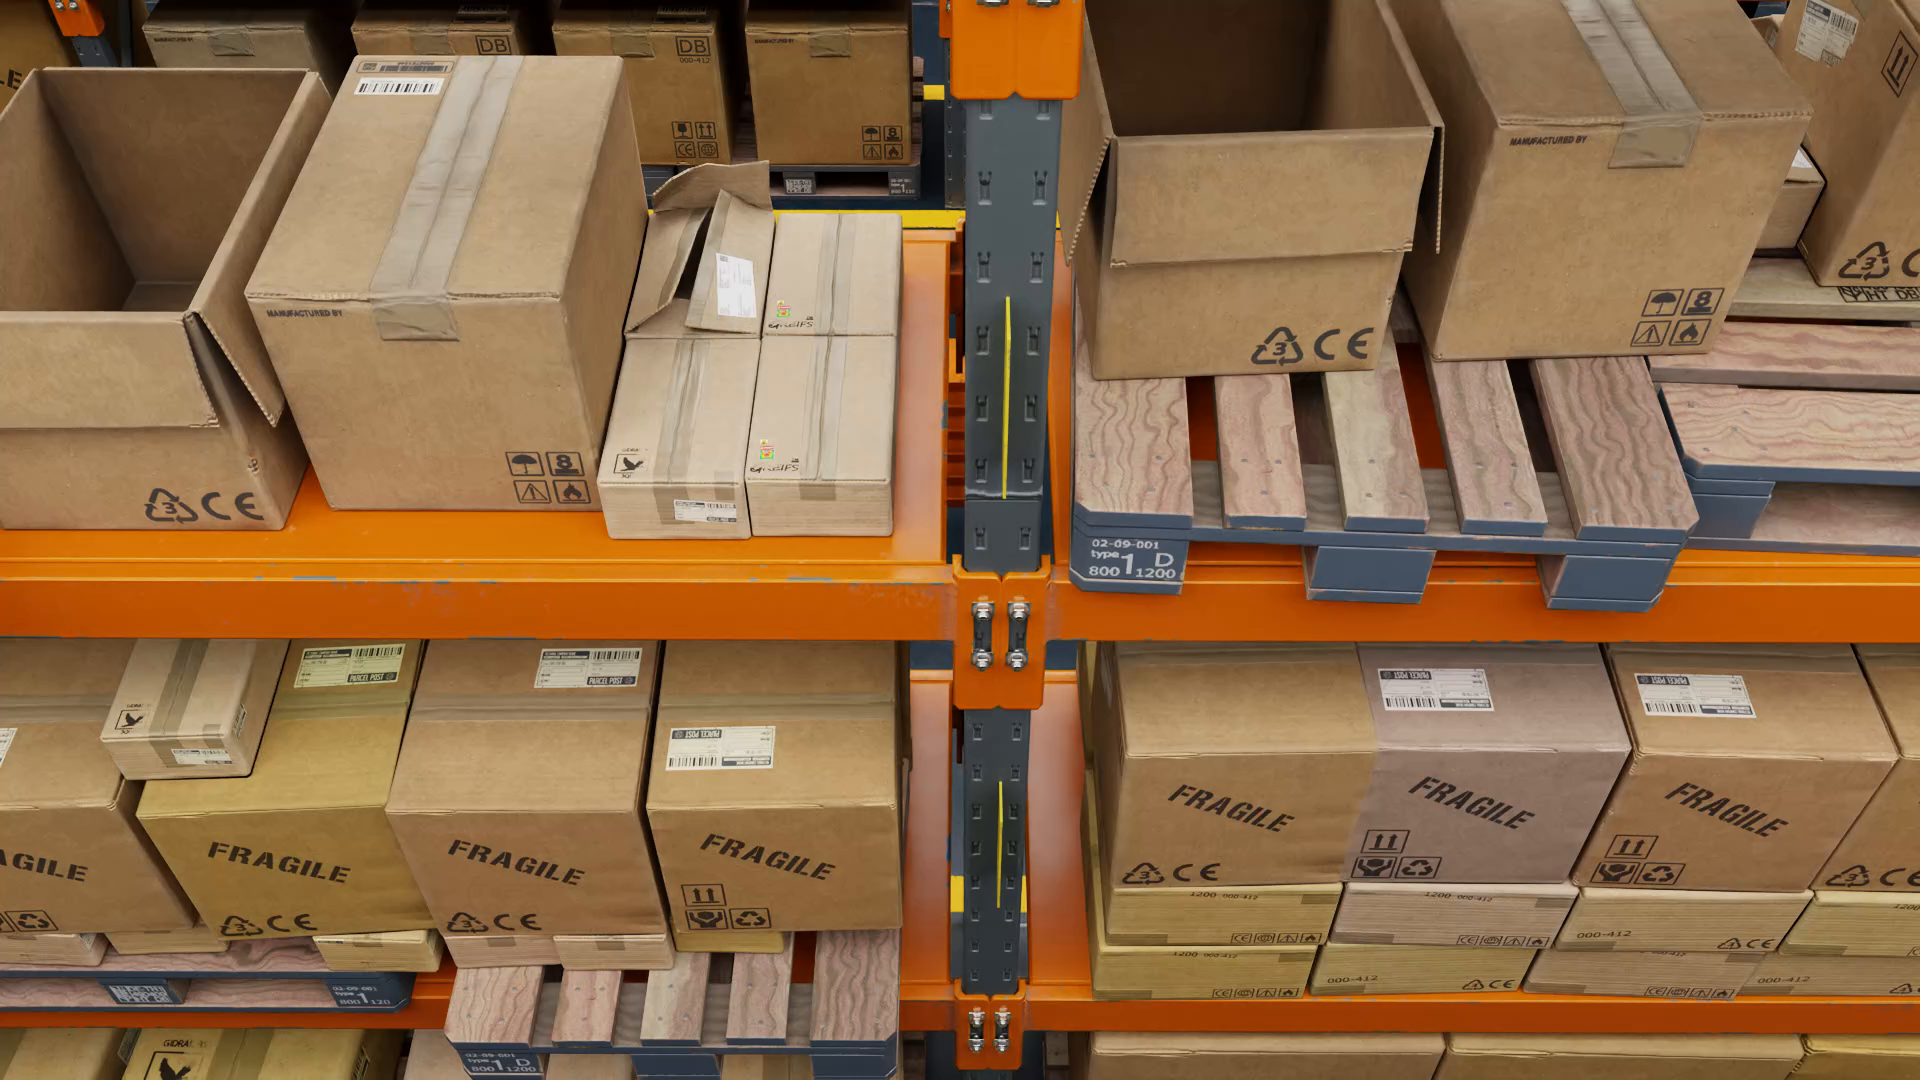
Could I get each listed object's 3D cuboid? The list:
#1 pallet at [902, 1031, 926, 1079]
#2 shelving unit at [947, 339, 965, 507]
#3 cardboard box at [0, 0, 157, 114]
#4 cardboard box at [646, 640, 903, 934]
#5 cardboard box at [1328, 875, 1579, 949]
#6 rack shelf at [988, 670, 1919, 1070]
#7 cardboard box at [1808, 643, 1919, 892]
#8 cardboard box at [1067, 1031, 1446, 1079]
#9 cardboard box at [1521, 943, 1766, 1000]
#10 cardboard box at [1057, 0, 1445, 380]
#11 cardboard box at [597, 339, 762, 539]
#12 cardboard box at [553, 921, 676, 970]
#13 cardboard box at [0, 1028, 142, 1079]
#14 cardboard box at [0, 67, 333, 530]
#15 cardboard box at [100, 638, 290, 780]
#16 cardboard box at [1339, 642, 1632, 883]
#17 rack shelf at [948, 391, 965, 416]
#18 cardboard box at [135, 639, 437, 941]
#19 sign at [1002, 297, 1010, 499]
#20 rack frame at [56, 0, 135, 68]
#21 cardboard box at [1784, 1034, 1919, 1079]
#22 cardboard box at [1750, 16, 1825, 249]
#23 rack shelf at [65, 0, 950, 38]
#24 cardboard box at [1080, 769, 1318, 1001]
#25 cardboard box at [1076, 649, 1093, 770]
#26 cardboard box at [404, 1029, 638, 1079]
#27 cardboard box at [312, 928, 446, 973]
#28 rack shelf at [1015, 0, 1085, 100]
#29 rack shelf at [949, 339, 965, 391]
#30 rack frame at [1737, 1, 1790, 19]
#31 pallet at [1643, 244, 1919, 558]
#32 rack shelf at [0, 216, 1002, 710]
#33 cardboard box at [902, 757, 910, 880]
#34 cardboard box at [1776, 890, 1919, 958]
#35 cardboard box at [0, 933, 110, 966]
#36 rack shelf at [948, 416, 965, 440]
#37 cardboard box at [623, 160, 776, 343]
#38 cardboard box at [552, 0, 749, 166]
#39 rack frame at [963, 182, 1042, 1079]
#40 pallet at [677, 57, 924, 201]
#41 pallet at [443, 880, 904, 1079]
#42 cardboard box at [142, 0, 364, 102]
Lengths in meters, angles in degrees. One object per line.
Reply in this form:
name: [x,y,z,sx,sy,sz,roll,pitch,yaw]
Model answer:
pallet: [-0.708,1.539,5.174,1.213,0.211,1.003,0,47,0]
shelving unit: [-0.014,-0.409,6.311,0.189,1.200,0.258,0,47,0]
cardboard box: [-4.638,-2.515,8.206,0.875,0.875,0.875,1,47,1]
cardboard box: [-0.383,0.515,3.663,0.500,0.500,0.500,-1,47,-1]
cardboard box: [1.096,0.657,3.850,0.500,0.250,0.500,1,47,1]
rack shelf: [2.073,0.842,4.408,4.000,0.370,1.077,0,47,0]
cardboard box: [2.083,0.408,3.569,0.500,0.500,0.500,1,47,1]
cardboard box: [0.763,1.235,4.716,0.875,0.875,0.875,0,47,0]
cardboard box: [1.600,0.822,4.038,0.500,0.250,0.500,2,47,1]
cardboard box: [0.451,-0.718,2.962,0.637,0.503,0.797,-2,47,-2]
cardboard box: [-0.491,-0.187,2.997,0.250,0.149,0.380,0,47,0]
cardboard box: [-0.776,0.790,3.850,0.250,0.149,0.380,0,47,0]
cardboard box: [-2.684,1.332,4.969,0.625,0.372,0.950,3,47,3]
cardboard box: [-1.452,-0.449,2.999,0.637,0.503,0.797,0,47,0]
cardboard box: [-1.564,0.294,3.425,0.250,0.149,0.380,-2,47,-2]
cardboard box: [1.061,0.392,3.585,0.500,0.500,0.500,0,47,0]
rack shelf: [-0.014,-0.542,6.168,0.180,0.103,0.258,0,47,0]
cardboard box: [-1.404,0.522,3.657,0.500,0.500,0.500,-3,47,-3]
sign: [0.069,-0.209,2.493,0.005,0.325,0.100,0,47,0]
rack frame: [-4.010,-3.043,7.533,0.127,3.000,1.000,0,47,0]
cardboard box: [2.549,1.244,4.708,0.875,0.875,0.875,1,47,1]
cardboard box: [1.452,-0.780,3.182,0.258,0.266,0.396,-1,47,-1]
rack shelf: [-2.010,-2.792,7.791,4.000,0.370,1.077,0,47,0]
cardboard box: [0.561,0.828,4.032,0.500,0.250,0.500,-1,47,-1]
cardboard box: [0.580,0.454,4.381,0.500,0.250,0.500,-1,47,-1]
cardboard box: [-1.230,1.339,4.963,0.625,0.372,0.950,-1,47,-1]
cardboard box: [-1.303,0.793,3.848,0.250,0.149,0.380,1,47,1]
rack shelf: [2.073,-1.065,2.359,4.000,0.370,1.077,0,47,0]
rack shelf: [-0.014,-0.624,6.080,0.180,0.103,0.258,0,47,0]
rack frame: [3.990,-3.021,7.513,0.127,3.000,1.000,0,47,0]
pallet: [1.835,-0.402,3.155,1.213,0.211,1.003,2,47,2]
rack shelf: [-1.927,-0.191,3.320,4.000,0.370,1.077,0,47,0]
cardboard box: [-0.256,0.706,3.929,0.250,0.149,0.380,2,47,2]
cardboard box: [2.101,0.678,3.830,0.500,0.250,0.500,1,47,1]
cardboard box: [-2.072,0.780,3.859,0.250,0.149,0.380,2,47,2]
rack shelf: [-0.014,-0.460,6.256,0.180,0.103,0.258,0,47,0]
cardboard box: [-0.497,-0.511,3.219,0.258,0.266,0.396,0,47,0]
cardboard box: [-1.492,-2.476,8.255,0.750,0.750,1.050,1,47,1]
rack frame: [0.073,0.592,4.150,0.127,3.000,1.000,0,47,0]
pallet: [-0.798,-2.139,8.597,1.213,0.211,1.003,0,47,0]
pallet: [-0.640,0.733,4.149,1.003,0.211,1.213,0,47,0]
cardboard box: [-3.389,-2.484,8.262,0.750,0.750,1.050,0,47,0]
